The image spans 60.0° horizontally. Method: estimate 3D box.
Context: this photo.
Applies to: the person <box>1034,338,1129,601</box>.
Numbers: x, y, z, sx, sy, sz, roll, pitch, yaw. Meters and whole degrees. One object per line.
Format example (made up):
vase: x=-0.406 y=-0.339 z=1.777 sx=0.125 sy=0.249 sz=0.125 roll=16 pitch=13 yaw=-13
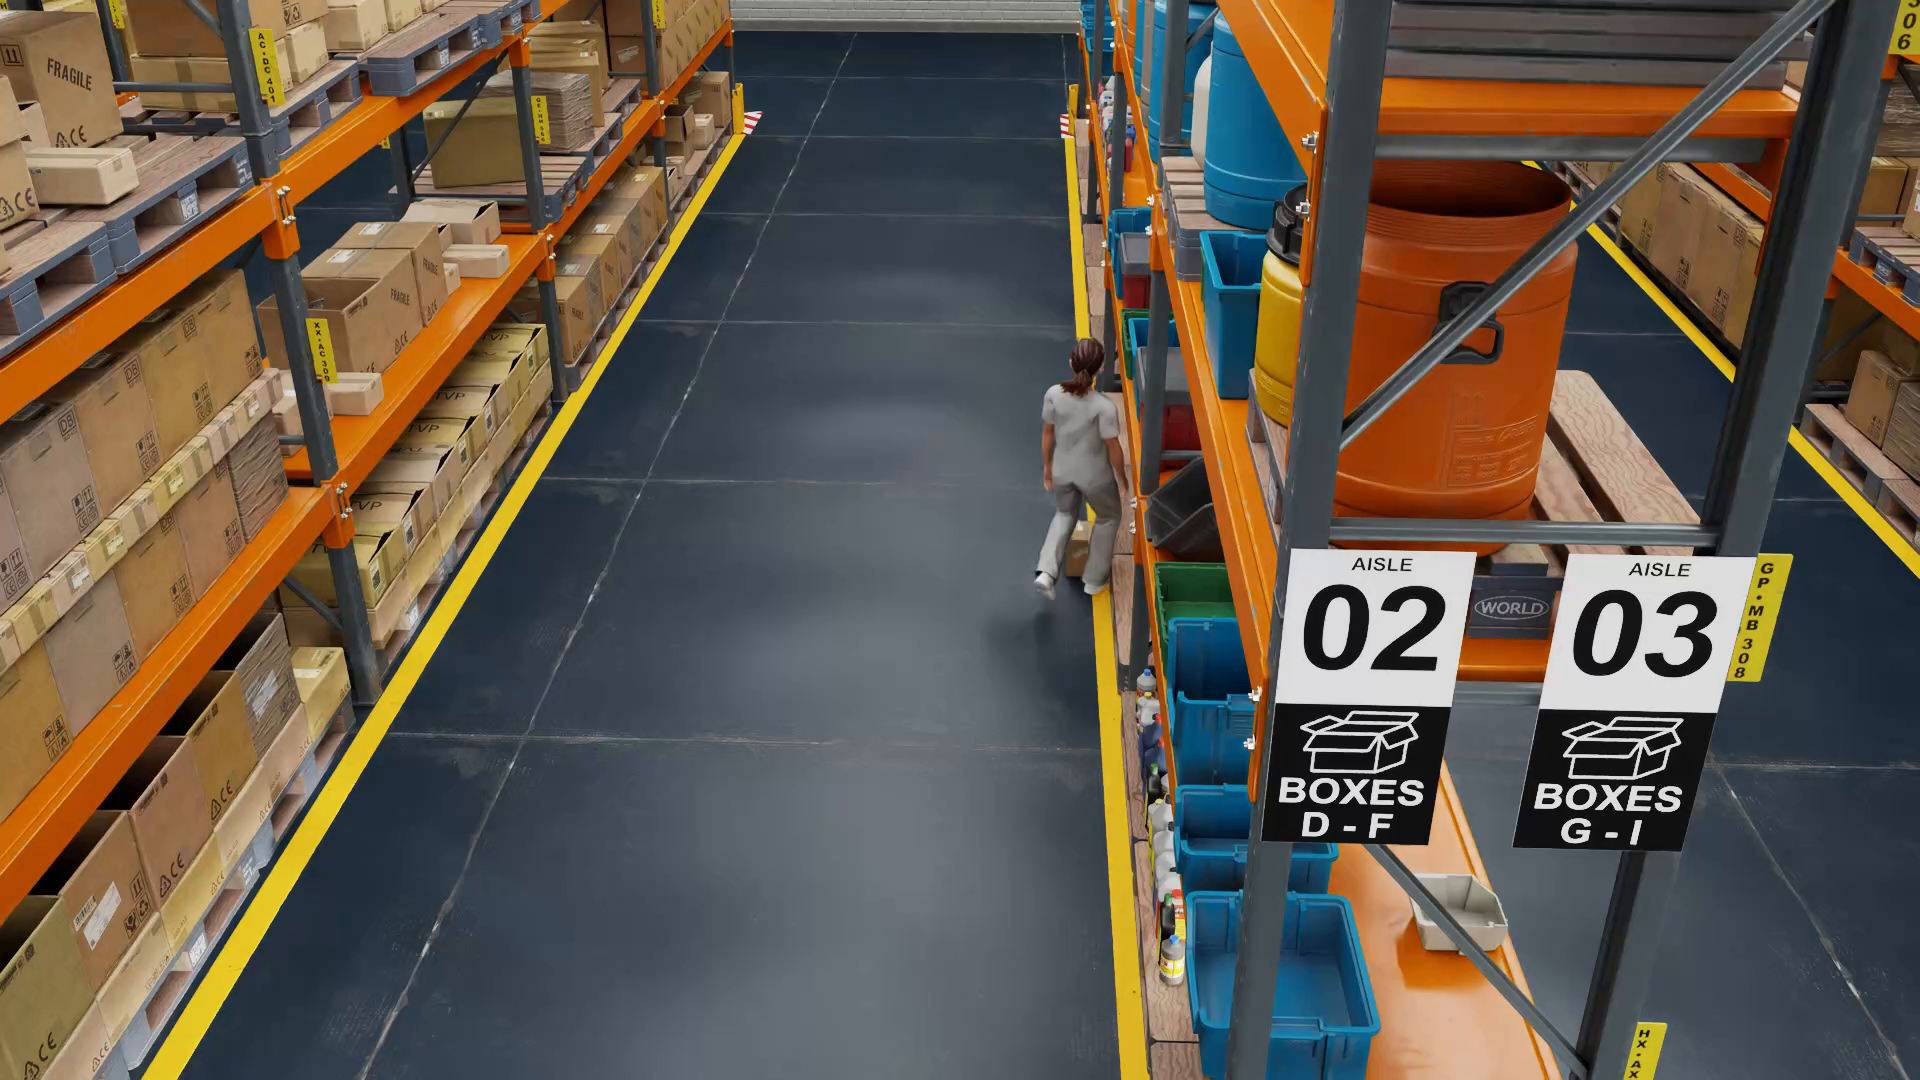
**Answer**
person: x=0.707 y=-0.391 z=9.316 sx=0.479 sy=1.627 sz=0.651 roll=16 pitch=32 yaw=27
